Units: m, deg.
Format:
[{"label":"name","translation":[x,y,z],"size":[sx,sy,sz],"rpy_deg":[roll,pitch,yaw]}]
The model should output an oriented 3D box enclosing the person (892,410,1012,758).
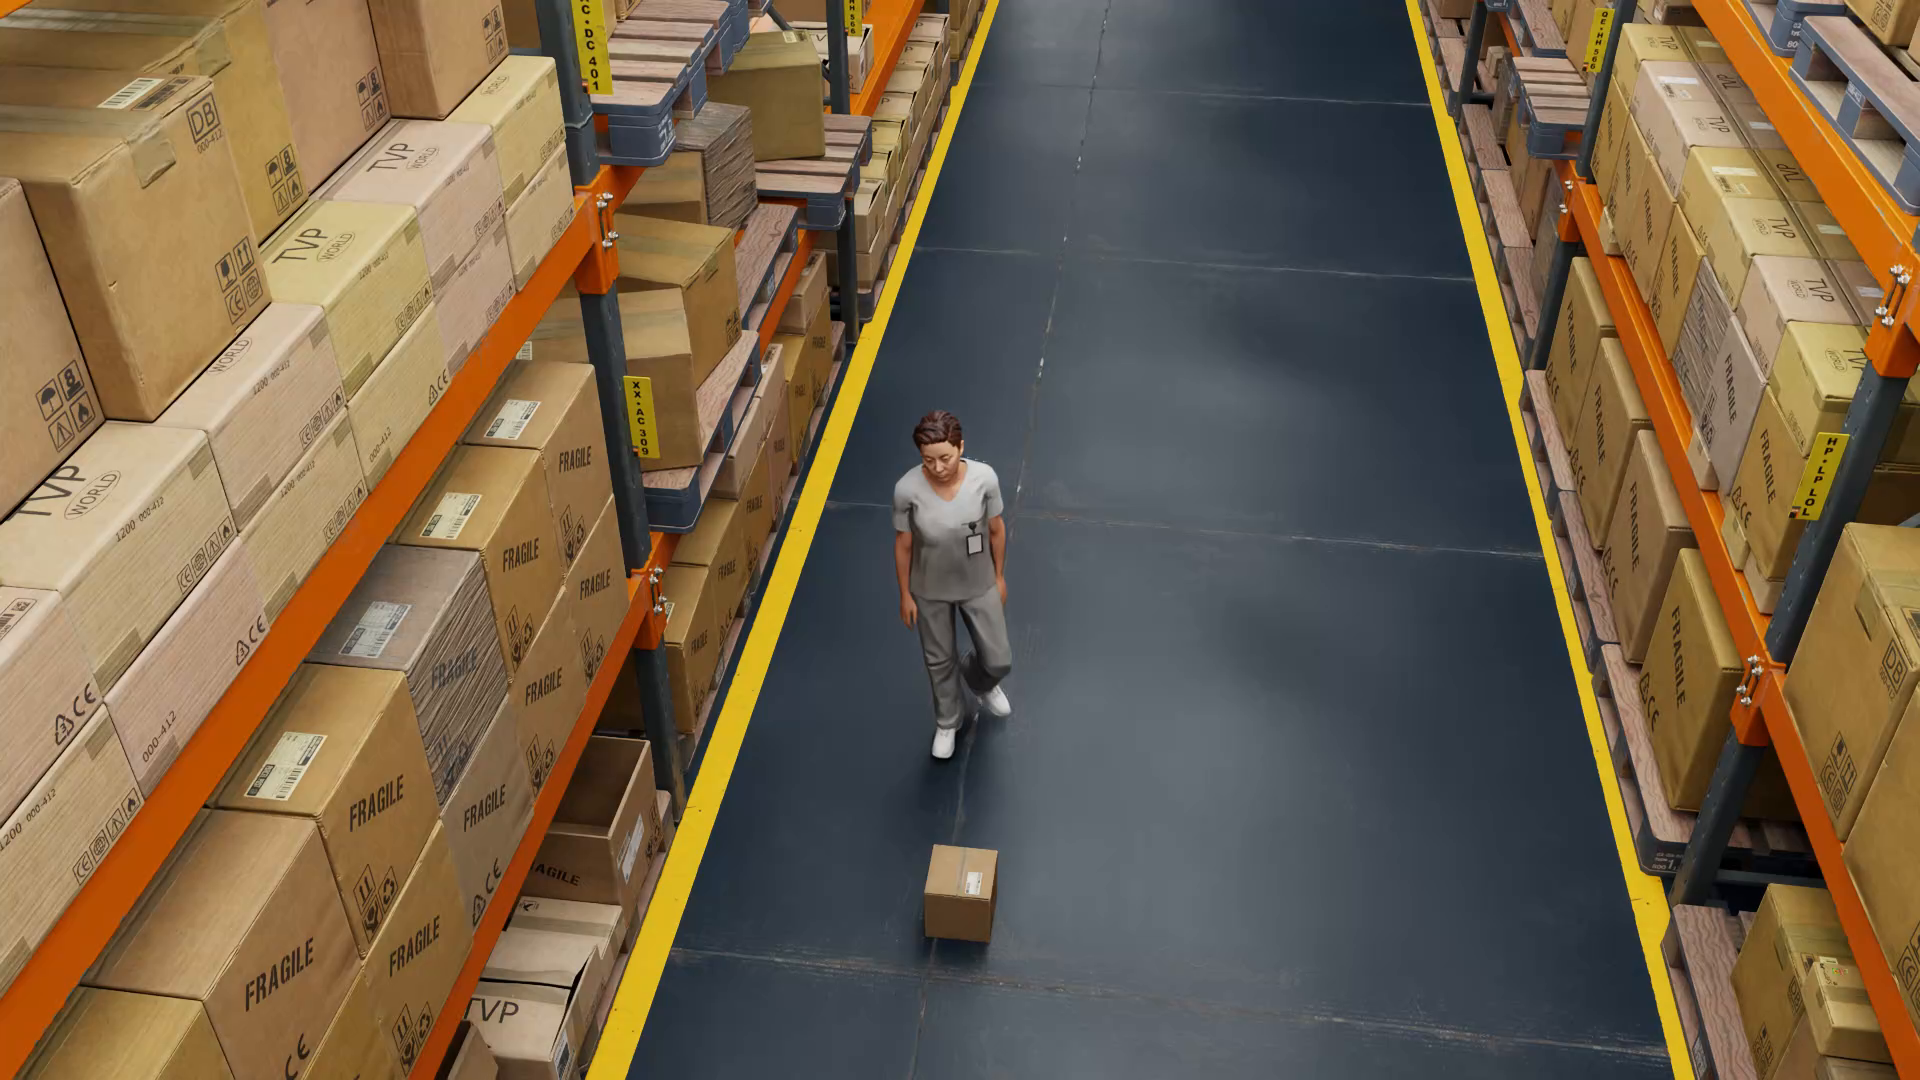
[{"label":"person","translation":[-0.024,0.149,6.800],"size":[0.498,1.665,0.459],"rpy_deg":[-2,36,-2]}]
